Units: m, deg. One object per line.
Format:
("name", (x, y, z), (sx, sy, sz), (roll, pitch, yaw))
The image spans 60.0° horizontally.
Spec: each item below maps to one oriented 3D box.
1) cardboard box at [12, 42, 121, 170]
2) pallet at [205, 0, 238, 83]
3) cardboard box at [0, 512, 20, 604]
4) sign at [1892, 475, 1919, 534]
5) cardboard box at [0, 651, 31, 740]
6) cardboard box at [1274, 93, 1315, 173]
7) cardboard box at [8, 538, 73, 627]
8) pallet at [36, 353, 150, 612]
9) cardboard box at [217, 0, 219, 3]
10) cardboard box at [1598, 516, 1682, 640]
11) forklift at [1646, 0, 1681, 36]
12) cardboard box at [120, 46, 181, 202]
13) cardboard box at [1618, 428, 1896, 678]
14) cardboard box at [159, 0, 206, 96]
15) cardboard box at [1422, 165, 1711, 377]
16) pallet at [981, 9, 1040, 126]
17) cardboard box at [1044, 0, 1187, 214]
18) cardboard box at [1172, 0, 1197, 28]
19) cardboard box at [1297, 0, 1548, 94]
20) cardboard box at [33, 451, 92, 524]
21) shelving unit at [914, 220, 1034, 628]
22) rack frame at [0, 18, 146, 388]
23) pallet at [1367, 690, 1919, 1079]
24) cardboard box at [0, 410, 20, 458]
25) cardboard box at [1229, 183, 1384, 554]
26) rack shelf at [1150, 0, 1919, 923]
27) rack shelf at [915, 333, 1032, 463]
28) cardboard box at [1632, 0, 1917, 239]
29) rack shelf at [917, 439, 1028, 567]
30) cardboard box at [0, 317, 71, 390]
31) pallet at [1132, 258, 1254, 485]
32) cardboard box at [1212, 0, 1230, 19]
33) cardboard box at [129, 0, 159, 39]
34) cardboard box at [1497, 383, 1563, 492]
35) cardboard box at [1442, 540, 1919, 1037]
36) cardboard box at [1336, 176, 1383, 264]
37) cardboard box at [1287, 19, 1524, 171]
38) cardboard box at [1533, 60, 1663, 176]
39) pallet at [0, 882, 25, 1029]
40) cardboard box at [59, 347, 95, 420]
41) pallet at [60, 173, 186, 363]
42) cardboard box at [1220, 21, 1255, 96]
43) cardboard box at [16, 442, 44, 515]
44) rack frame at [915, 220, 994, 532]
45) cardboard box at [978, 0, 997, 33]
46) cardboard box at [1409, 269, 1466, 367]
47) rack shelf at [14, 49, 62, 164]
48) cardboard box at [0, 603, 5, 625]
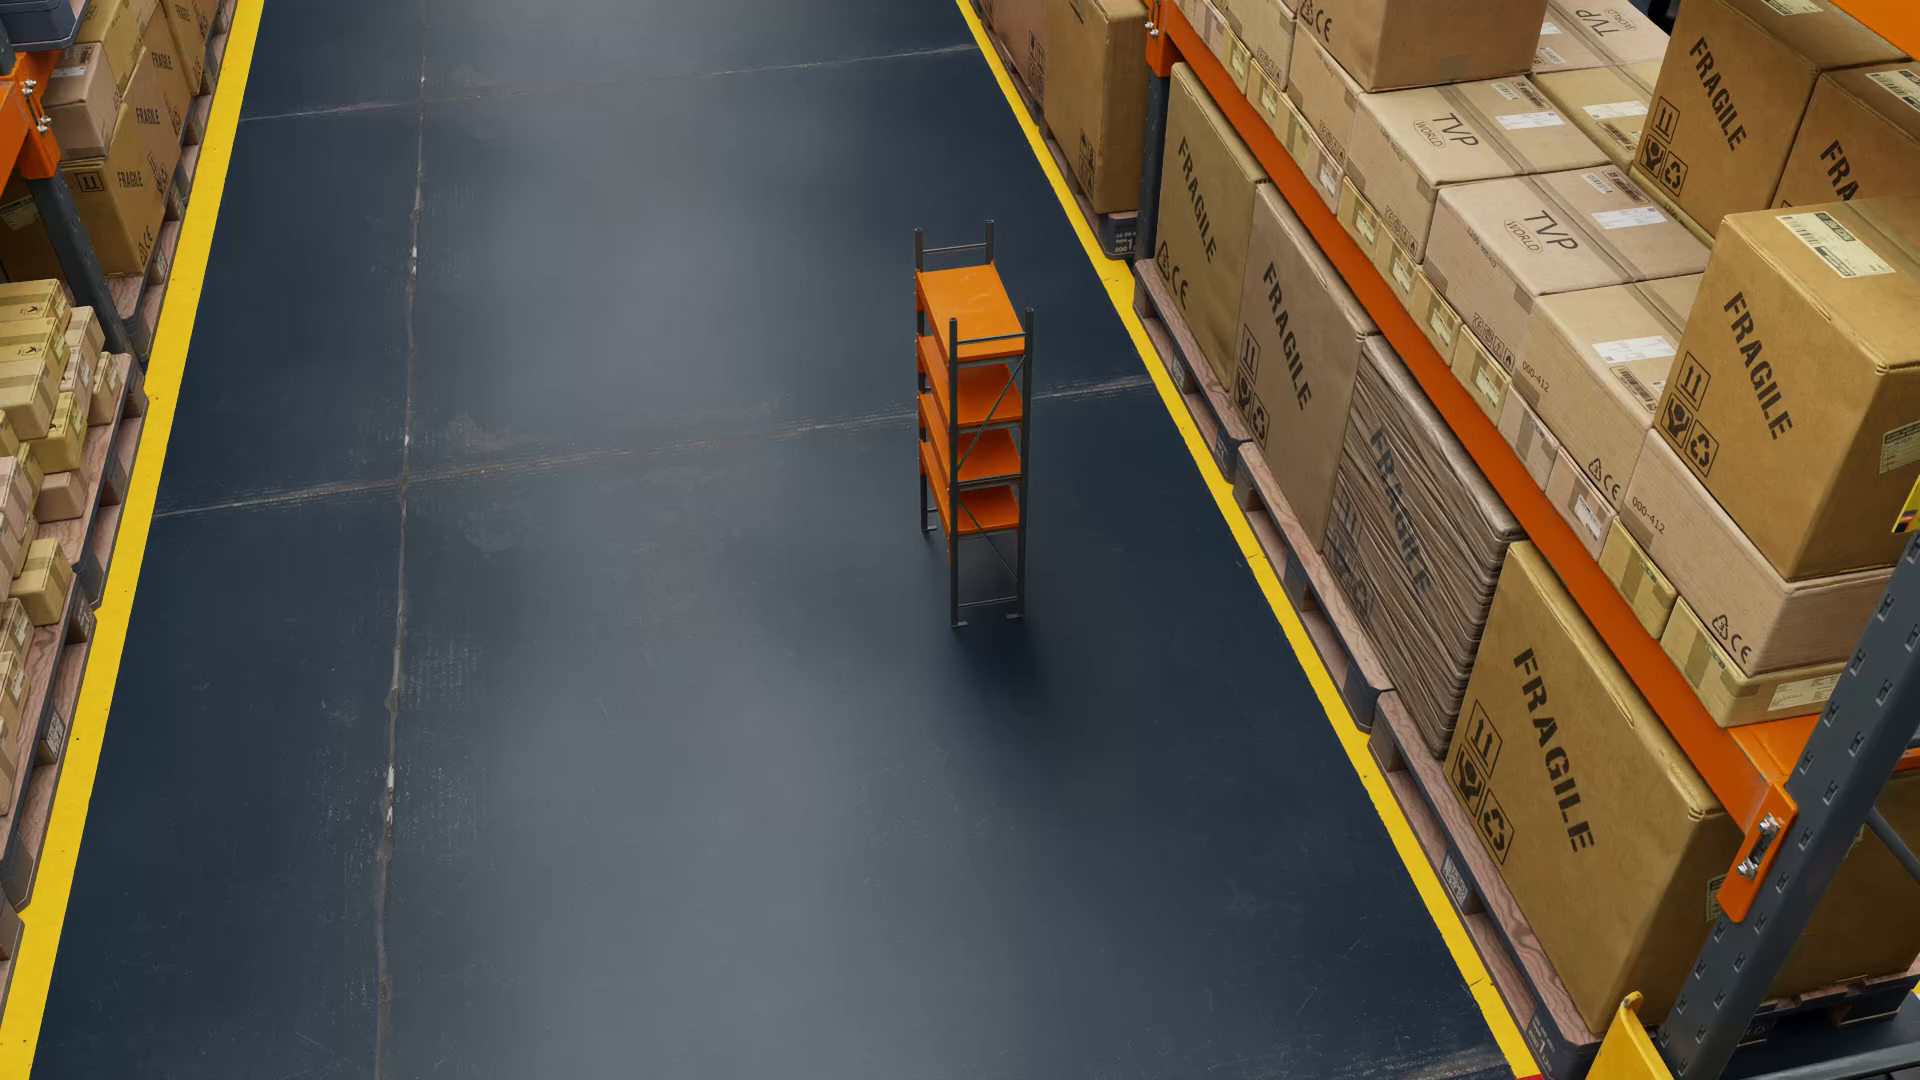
("cardboard box", (-3.537, -1.654, 6.355), (0.500, 0.250, 0.500), (-10, 43, -11))
("pallet", (-4.332, -2.677, 8.607), (1.003, 0.211, 1.213), (-8, 42, -9))
("cardboard box", (-2.951, 0.081, 4.783), (0.380, 0.149, 0.250), (-10, 43, -11))
("sign", (1.560, -0.139, 2.597), (0.100, 0.325, 0.005), (-8, 42, -9))
("cardboard box", (-2.920, 0.481, 4.779), (0.380, 0.149, 0.250), (-8, 42, -9))
("cardboard box", (1.197, -1.269, 5.109), (0.380, 0.149, 0.250), (-9, 42, -10))
("cardboard box", (-2.995, 0.151, 5.151), (0.380, 0.149, 0.250), (-8, 42, -9))
("pallet", (-3.456, -0.161, 5.772), (1.003, 0.211, 1.213), (-8, 42, -9))
("cardboard box", (-4.102, -3.060, 8.504), (0.500, 0.500, 0.500), (-9, 42, -9))
("cardboard box", (1.637, 0.056, 3.617), (0.380, 0.149, 0.250), (-8, 42, -9))
("forklift", (3.132, -2.131, 5.943), (1.130, 2.935, 3.031), (18, 45, 19))
("cardboard box", (-3.652, -1.716, 6.990), (0.500, 0.500, 0.500), (-7, 42, -7))
("cardboard box", (1.729, -0.018, 3.399), (0.500, 0.250, 0.500), (-9, 42, -10))
("cardboard box", (-3.863, -2.383, 7.741), (0.500, 0.500, 0.500), (-10, 43, -11))
("cardboard box", (1.510, -0.677, 4.142), (0.500, 0.250, 0.500), (-10, 43, -11))
("pallet", (0.722, -2.518, 8.428), (1.003, 0.211, 1.213), (-8, 42, -9))
("cardboard box", (1.072, -2.054, 7.088), (1.225, 0.875, 0.875), (-8, 42, -9))
("cardboard box", (0.968, -1.946, 5.872), (0.380, 0.149, 0.250), (-8, 42, -9))
("cardboard box", (1.299, -1.611, 4.629), (0.500, 0.500, 0.500), (-10, 42, -11))
("cardboard box", (-3.124, -0.177, 5.521), (0.380, 0.149, 0.250), (-10, 43, -11))
("shelving unit", (0.036, -0.341, 5.231), (0.258, 1.200, 0.503), (-8, 42, -9))
("rack frame", (-3.635, -1.634, 5.331), (1.000, 3.000, 0.127), (-8, 42, -9))
("pallet", (1.844, 0.849, 4.634), (1.003, 0.211, 1.213), (-8, 42, -9))
("cardboard box", (-3.170, -0.255, 5.160), (0.380, 0.149, 0.250), (-7, 42, -8))
("cardboard box", (1.488, -0.619, 5.472), (0.875, 0.875, 0.875), (-8, 42, -9))
("rack shelf", (1.661, -0.714, 4.837), (1.077, 0.370, 4.000), (-8, 42, -9))
("rack shelf", (0.036, -0.458, 5.127), (0.258, 0.148, 0.480), (-8, 42, -9))
("cardboard box", (2.027, -1.031, 3.976), (0.500, 0.500, 0.500), (-9, 42, -10))
("rack shelf", (0.036, -0.143, 5.407), (0.258, 0.148, 0.480), (-8, 42, -9))
("cardboard box", (-3.211, -0.594, 5.543), (0.380, 0.149, 0.250), (-8, 42, -9))
("pallet", (1.317, -0.732, 6.416), (1.003, 0.211, 1.213), (-8, 42, -9))
("cardboard box", (1.075, -1.992, 5.624), (0.500, 0.250, 0.500), (-9, 42, -10))
("cardboard box", (-3.760, -2.330, 7.117), (0.500, 0.250, 0.500), (-7, 42, -8))
("cardboard box", (1.530, -0.270, 3.984), (0.380, 0.149, 0.250), (-8, 42, -9))
("cardboard box", (1.877, 0.548, 4.158), (0.875, 0.875, 0.875), (-8, 42, -9))
("cardboard box", (1.307, -0.936, 4.734), (0.380, 0.149, 0.250), (-9, 42, -11))
("cardboard box", (1.295, -1.334, 4.883), (0.500, 0.250, 0.500), (-7, 42, -8))
("cardboard box", (1.911, -1.091, 4.609), (0.500, 0.250, 0.500), (-9, 42, -10))
("pallet", (-2.929, 1.421, 3.991), (1.003, 0.211, 1.213), (-8, 42, -9))
("cardboard box", (-3.187, -0.504, 5.665), (0.380, 0.149, 0.250), (-10, 43, -11))
("pallet", (-3.805, -1.096, 6.825), (1.003, 0.211, 1.213), (-8, 42, -9))
("cardboard box", (1.083, -1.605, 5.488), (0.380, 0.149, 0.250), (-7, 42, -8))
("cardboard box", (-3.153, -0.156, 5.274), (0.380, 0.149, 0.250), (-8, 42, -9))
("rack frame", (-0.017, -0.500, 5.409), (0.240, 1.200, 0.015), (-8, 42, -9))
("cardboard box", (0.680, -3.205, 8.386), (1.225, 0.875, 0.875), (-8, 42, -9))
("cardboard box", (1.416, -0.606, 4.363), (0.380, 0.149, 0.250), (-8, 42, -9))
("rack shelf", (-4.067, -2.662, 7.031), (1.077, 0.370, 4.000), (-8, 42, -9))
("cardboard box", (-3.041, 0.183, 4.892), (0.380, 0.149, 0.250), (-10, 43, -11))
